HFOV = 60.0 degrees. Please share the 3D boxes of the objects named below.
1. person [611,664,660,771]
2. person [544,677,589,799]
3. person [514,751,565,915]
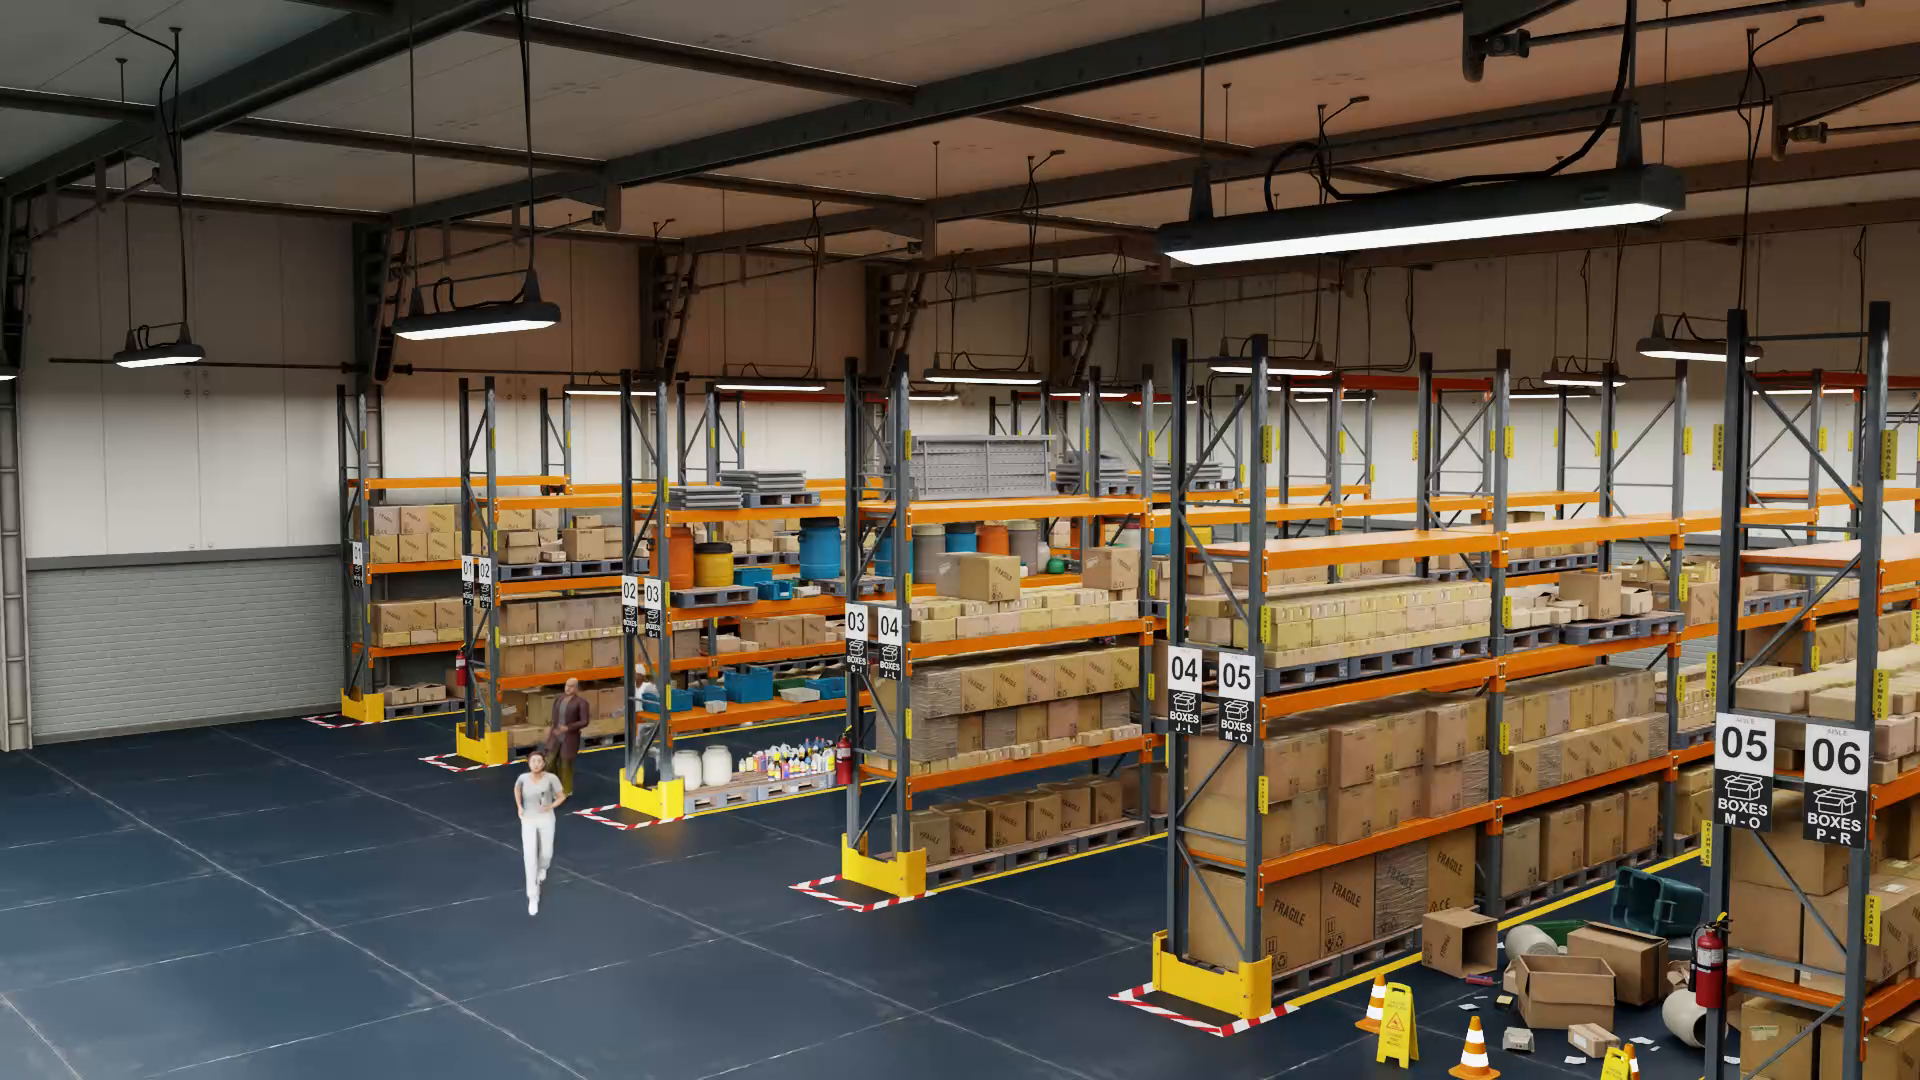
[{"bbox_3d":[-4.623,2.685,24.442,0.672,1.753,0.861,4,5,43],"label":"person"},{"bbox_3d":[-5.453,2.786,23.085,0.686,1.766,0.688,1,4,14],"label":"person"},{"bbox_3d":[-4.615,3.136,18.281,0.534,1.684,1.109,-1,4,-16],"label":"person"}]
